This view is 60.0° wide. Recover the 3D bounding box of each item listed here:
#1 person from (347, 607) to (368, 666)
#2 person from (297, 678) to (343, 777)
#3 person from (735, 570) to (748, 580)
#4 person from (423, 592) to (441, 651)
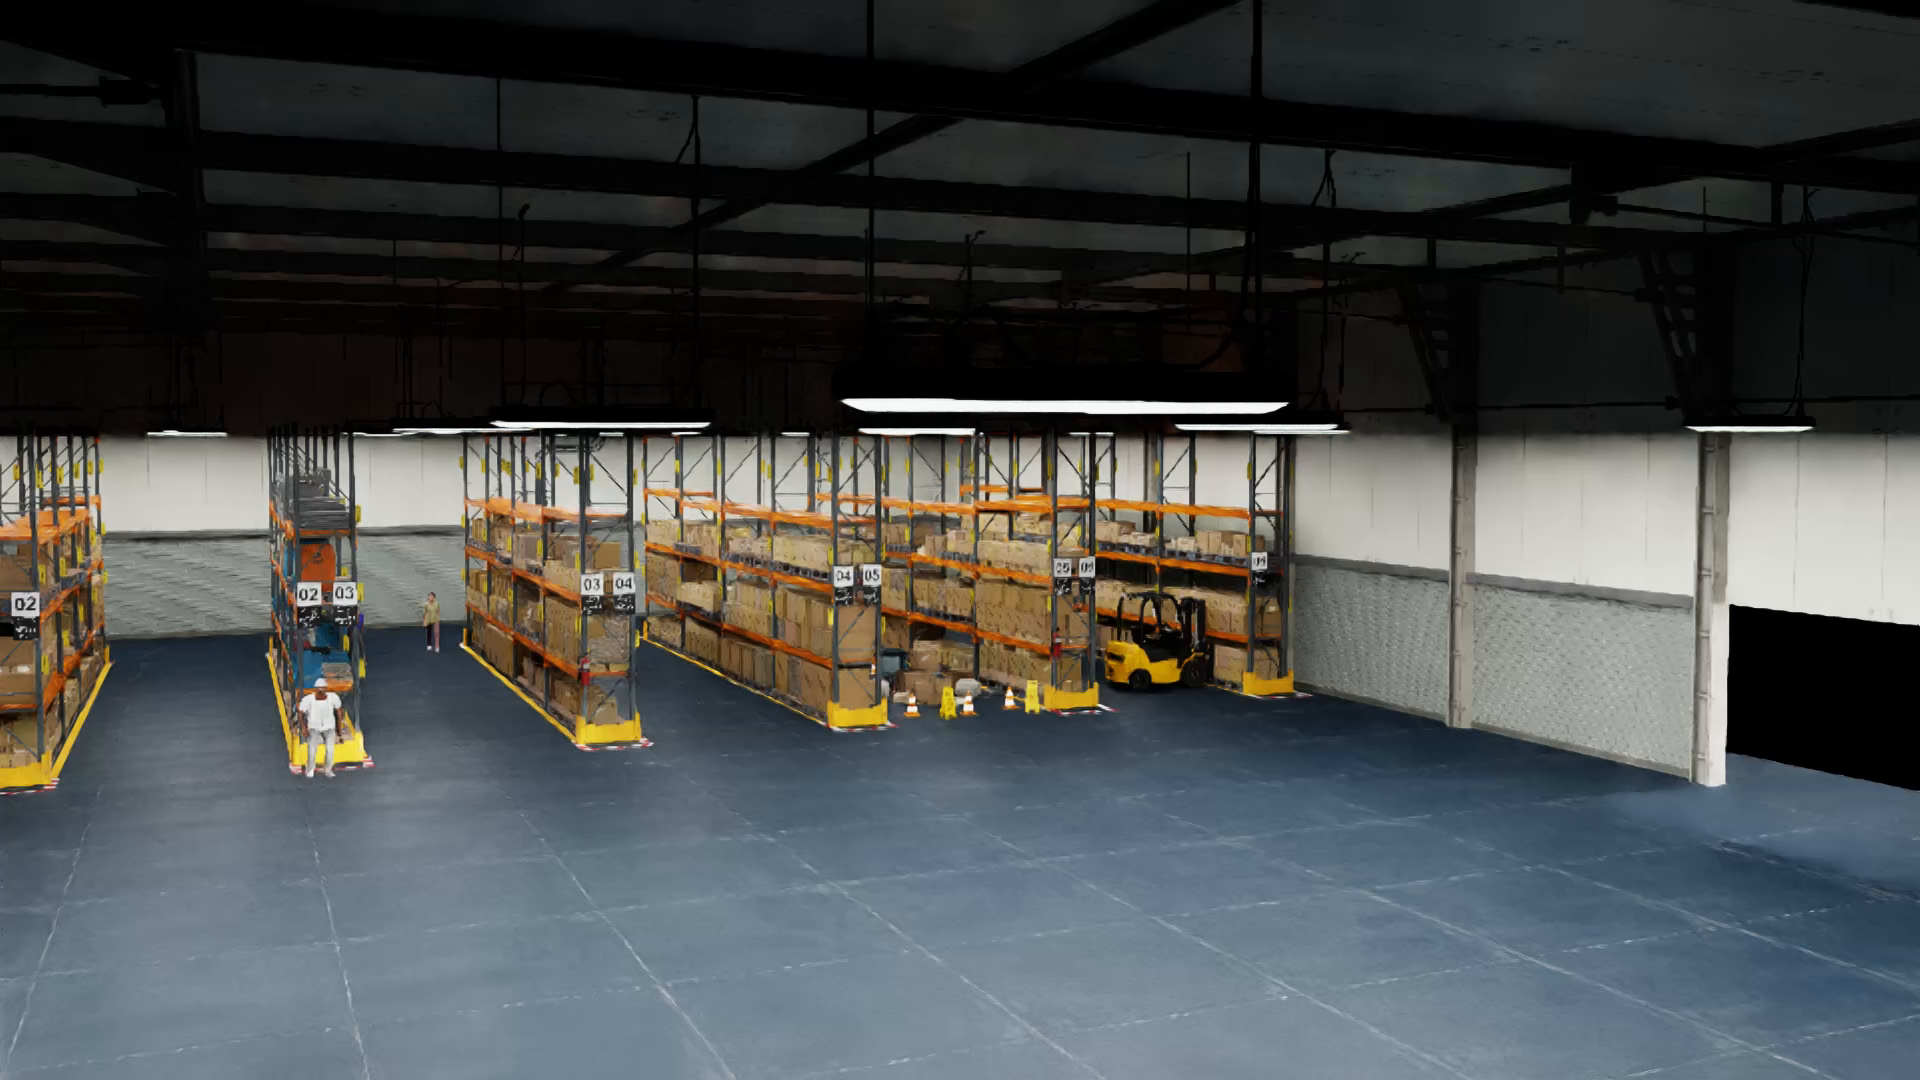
[{"bbox_3d":[-15.222,2.364,41.847,0.443,1.573,0.995,-2,4,-32],"label":"person"},{"bbox_3d":[-10.759,3.163,27.987,0.719,1.713,0.571,-2,4,-25],"label":"person"},{"bbox_3d":[-6.618,1.748,50.889,0.682,1.712,0.463,2,4,33],"label":"person"},{"bbox_3d":[-14.225,2.180,44.751,0.448,1.588,1.110,-1,4,-21],"label":"person"}]
